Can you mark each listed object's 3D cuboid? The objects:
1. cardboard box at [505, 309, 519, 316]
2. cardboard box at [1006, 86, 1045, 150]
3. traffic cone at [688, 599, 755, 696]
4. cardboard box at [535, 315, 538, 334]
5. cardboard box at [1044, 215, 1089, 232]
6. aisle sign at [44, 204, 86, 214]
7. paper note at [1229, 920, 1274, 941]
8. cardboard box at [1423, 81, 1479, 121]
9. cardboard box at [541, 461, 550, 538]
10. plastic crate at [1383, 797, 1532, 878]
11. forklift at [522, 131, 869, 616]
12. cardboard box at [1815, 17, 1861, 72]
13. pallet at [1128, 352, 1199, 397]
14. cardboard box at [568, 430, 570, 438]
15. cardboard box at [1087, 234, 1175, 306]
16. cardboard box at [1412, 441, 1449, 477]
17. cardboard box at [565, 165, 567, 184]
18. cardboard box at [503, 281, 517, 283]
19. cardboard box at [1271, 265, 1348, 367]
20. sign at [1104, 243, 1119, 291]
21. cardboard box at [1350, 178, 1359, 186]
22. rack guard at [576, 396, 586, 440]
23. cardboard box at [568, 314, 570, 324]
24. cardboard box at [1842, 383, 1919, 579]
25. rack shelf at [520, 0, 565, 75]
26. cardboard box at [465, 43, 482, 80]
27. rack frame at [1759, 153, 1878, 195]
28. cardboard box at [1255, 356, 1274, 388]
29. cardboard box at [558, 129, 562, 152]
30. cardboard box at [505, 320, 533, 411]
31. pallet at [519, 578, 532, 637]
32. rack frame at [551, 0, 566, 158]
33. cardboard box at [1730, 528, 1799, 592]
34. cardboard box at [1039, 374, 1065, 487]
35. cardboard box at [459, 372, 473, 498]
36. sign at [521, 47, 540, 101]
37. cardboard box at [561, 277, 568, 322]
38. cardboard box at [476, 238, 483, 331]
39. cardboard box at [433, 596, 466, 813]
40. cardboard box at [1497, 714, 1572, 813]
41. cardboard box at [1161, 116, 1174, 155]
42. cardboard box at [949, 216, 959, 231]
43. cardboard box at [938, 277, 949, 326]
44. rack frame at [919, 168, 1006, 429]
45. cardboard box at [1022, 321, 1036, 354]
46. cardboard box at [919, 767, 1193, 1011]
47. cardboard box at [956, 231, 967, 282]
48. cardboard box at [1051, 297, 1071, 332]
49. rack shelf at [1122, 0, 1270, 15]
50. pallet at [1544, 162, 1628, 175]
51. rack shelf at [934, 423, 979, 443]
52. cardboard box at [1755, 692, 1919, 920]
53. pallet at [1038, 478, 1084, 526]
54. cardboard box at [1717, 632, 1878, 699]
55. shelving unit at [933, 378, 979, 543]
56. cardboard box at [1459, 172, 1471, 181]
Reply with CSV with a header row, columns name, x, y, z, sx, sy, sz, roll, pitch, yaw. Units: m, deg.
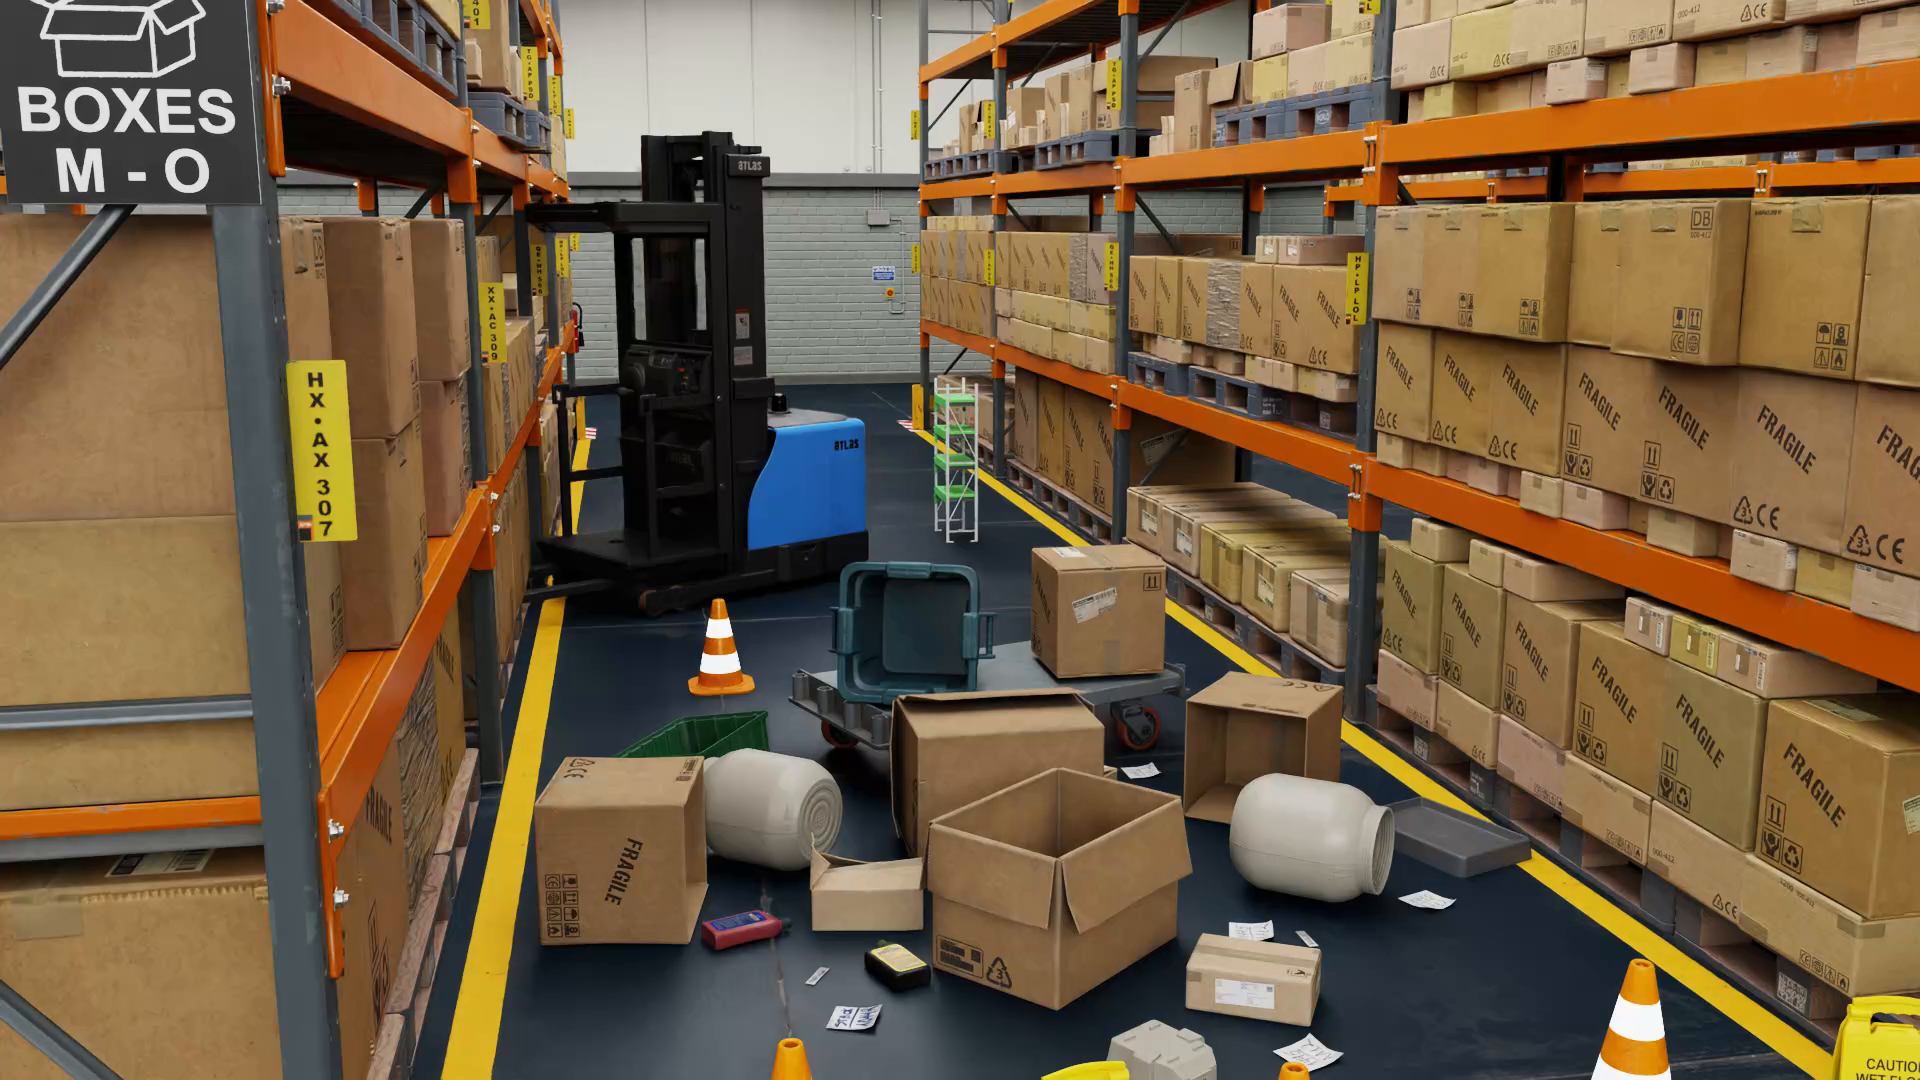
name,x,y,z,sx,sy,sz,roll,pitch,yaw
cardboard box,-3.141,-1.467,11.137,0.380,0.149,0.250,-2,11,-8
cardboard box,0.701,-3.631,14.340,0.500,0.500,0.500,-2,11,-12
traffic cone,-1.246,0.537,8.640,0.336,0.463,0.334,-2,11,-11
cardboard box,-3.545,-1.703,13.171,0.380,0.149,0.250,-3,11,-13
cardboard box,1.007,-3.001,15.764,0.380,0.149,0.250,-2,11,-12
aisle sign,-9.405,-3.749,17.418,0.394,0.787,0.004,-2,11,-11
paper note,0.993,1.328,5.667,0.148,0.019,0.142,2,11,9
cardboard box,2.183,-1.841,6.997,0.380,0.149,0.250,-2,11,-11
cardboard box,-3.132,-0.260,11.601,0.500,0.500,0.500,-3,11,-13
plastic crate,1.871,1.145,6.468,0.402,0.080,0.583,-6,13,-31
forklift,-2.037,-1.078,10.520,3.031,2.935,1.130,-10,15,-43
cardboard box,2.721,-1.422,4.797,0.380,0.149,0.250,-2,11,-11
pallet,1.835,-1.120,11.071,1.213,0.211,1.003,-2,11,-11
cardboard box,-4.172,-1.091,16.909,0.380,0.149,0.250,-2,11,-10
cardboard box,1.234,-1.967,12.065,0.500,0.500,0.500,-2,11,-13
cardboard box,2.216,-0.370,7.290,0.380,0.149,0.250,-2,11,-9
cardboard box,-4.452,-3.936,17.731,0.500,0.250,0.500,-2,11,-12
cardboard box,-3.348,-1.802,12.098,0.380,0.149,0.250,-2,11,-8
cardboard box,1.957,-1.176,8.667,0.500,0.500,0.500,-2,11,-11
sign,1.048,-1.889,11.502,0.100,0.325,0.005,-2,11,-11
cardboard box,4.814,-4.225,19.524,0.380,0.149,0.250,-2,11,-10
rack guard,-4.786,-1.368,18.546,1.175,0.500,0.348,-2,11,-11
cardboard box,-4.460,-2.437,18.148,0.380,0.149,0.250,-2,11,-11
cardboard box,2.772,-0.158,4.444,0.500,0.500,0.500,-2,11,-12
rack shelf,-4.411,-4.835,15.964,1.077,0.370,4.000,-2,11,-11
cardboard box,-2.484,-2.281,7.916,0.380,0.149,0.250,-2,11,-11
rack frame,6.460,-1.522,12.671,1.000,3.000,0.127,-2,11,-11
cardboard box,1.826,-0.916,9.036,0.380,0.149,0.250,-2,11,-11
cardboard box,-4.263,-3.992,16.690,0.500,0.250,0.500,-2,11,-10
cardboard box,-2.798,-1.027,9.803,0.500,0.500,0.500,-2,11,-11
pallet,-3.165,0.375,10.163,1.003,0.211,1.213,-2,11,-11
rack frame,-4.800,-5.557,17.824,1.000,3.000,0.127,-2,11,-11
cardboard box,2.598,0.053,5.070,0.380,0.149,0.250,-2,11,-10
cardboard box,1.196,-0.961,14.282,0.875,0.875,0.875,-2,11,-9
cardboard box,-2.383,-0.415,6.455,0.875,0.550,0.550,-2,11,-11
sign,-2.698,-2.927,10.438,0.100,0.325,0.005,-2,11,-11
cardboard box,-4.037,-2.355,15.987,0.500,0.500,0.500,-2,11,-12
cardboard box,-2.866,-1.320,8.665,0.700,0.500,0.500,-2,11,-12
cardboard box,-2.413,0.547,6.362,0.875,0.875,0.875,-2,11,-10
cardboard box,2.440,0.850,6.440,0.500,0.250,0.500,-2,11,-12
cardboard box,1.536,-2.638,10.869,0.396,0.266,0.258,-2,11,-11
cardboard box,0.093,-3.306,17.367,0.380,0.149,0.250,-2,11,-12
cardboard box,0.054,-2.573,17.926,0.500,0.500,0.500,-2,11,-11
rack frame,0.036,-2.808,19.428,1.000,3.000,0.127,-2,11,-11
cardboard box,0.826,-1.721,14.118,0.500,0.250,0.500,-2,11,-11
cardboard box,0.322,1.123,5.453,0.637,0.503,0.797,9,14,38
cardboard box,0.252,-2.878,16.852,0.500,0.500,0.500,-2,11,-10
cardboard box,1.025,-1.780,13.088,0.500,0.250,0.500,-2,11,-12
rack shelf,1.981,-3.371,9.336,1.077,0.370,4.000,-2,11,-11
pallet,5.944,-3.325,14.622,1.213,0.211,1.003,-2,11,-11
rack shelf,-0.032,-0.793,12.711,0.258,0.148,0.480,-2,11,-11
cardboard box,2.736,0.765,4.880,0.500,0.500,0.500,-2,11,-11
pallet,1.278,-0.342,13.927,1.003,0.211,1.213,-2,11,-11
cardboard box,2.599,0.381,5.161,0.380,0.149,0.250,-2,11,-9
shelving unit,-0.032,-0.620,12.744,0.258,1.200,0.503,-2,11,-11
cardboard box,5.278,-3.706,16.795,0.380,0.149,0.250,-2,11,-11
